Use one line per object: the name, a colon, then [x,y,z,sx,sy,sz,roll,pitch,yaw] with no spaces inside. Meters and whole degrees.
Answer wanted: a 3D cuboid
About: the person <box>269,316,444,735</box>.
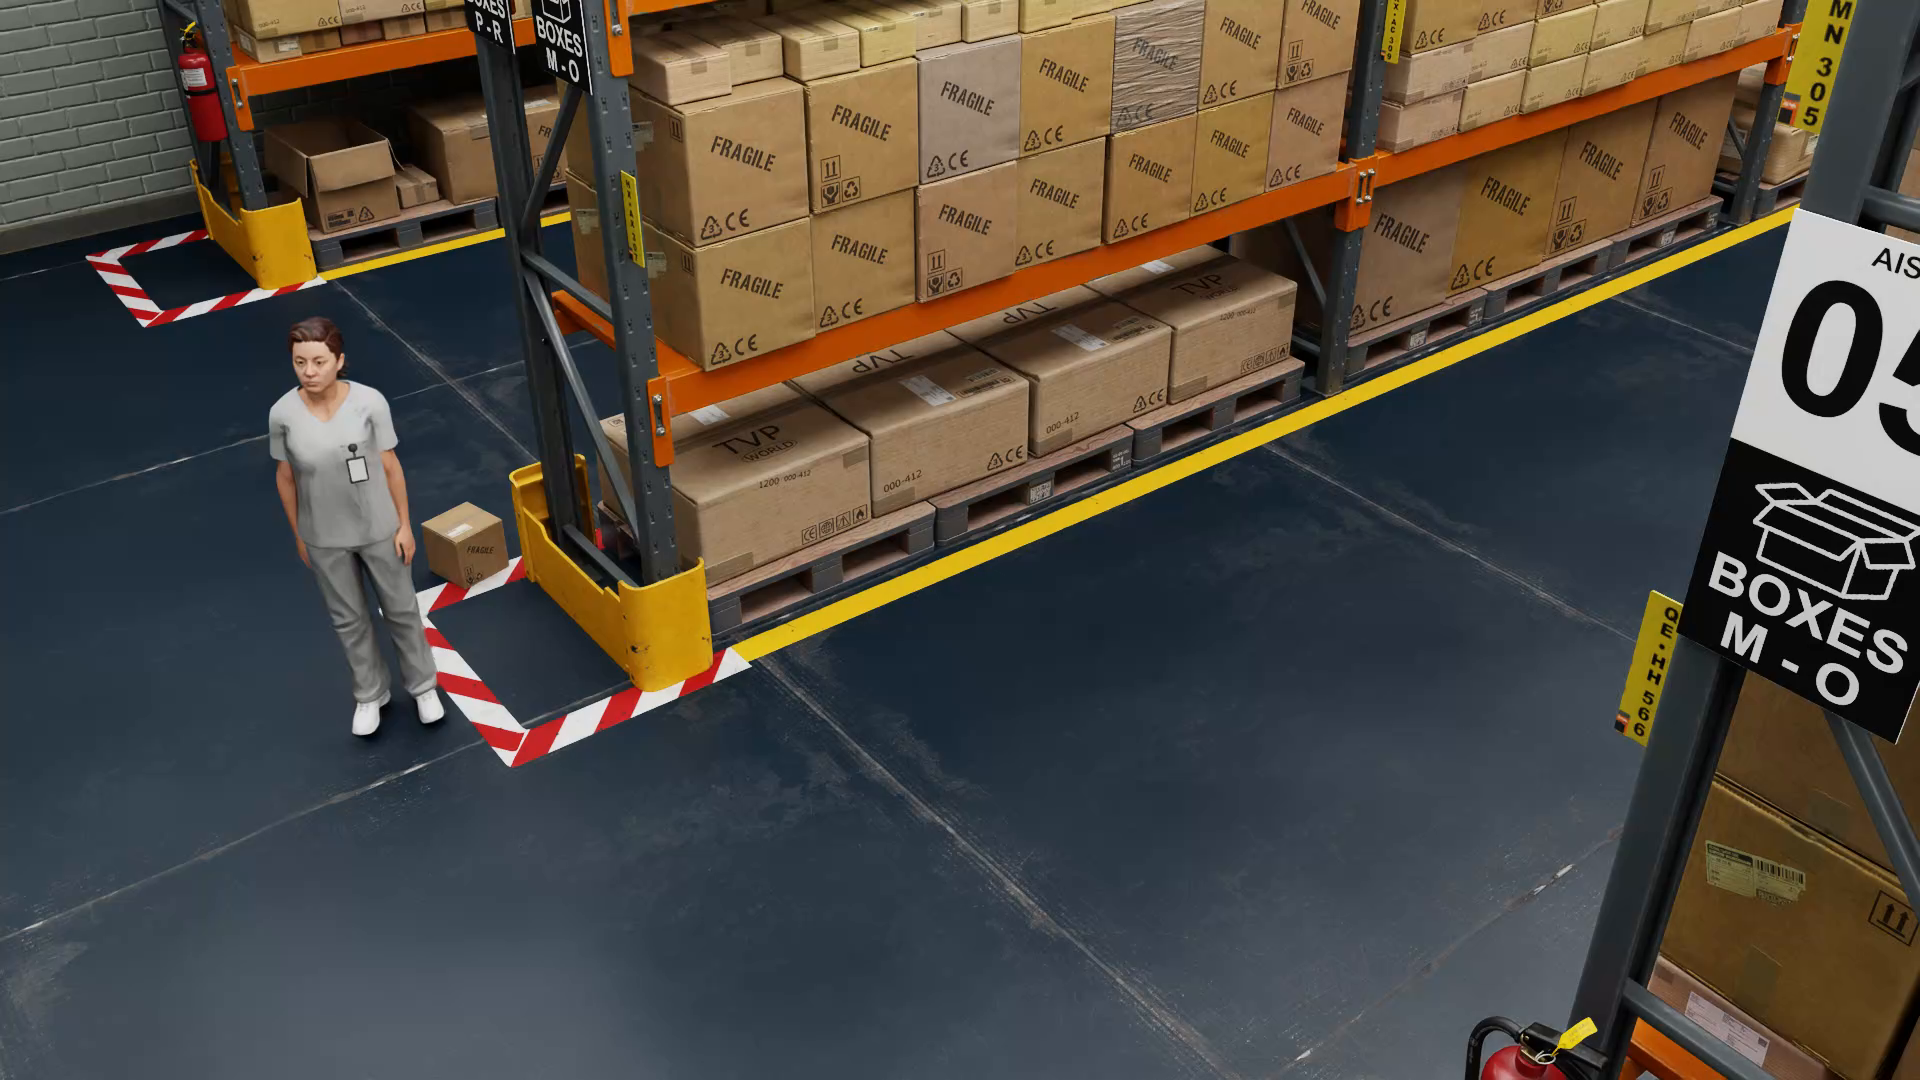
person: [-2.248,-0.038,6.156,0.440,1.670,0.362,-8,33,-13]
